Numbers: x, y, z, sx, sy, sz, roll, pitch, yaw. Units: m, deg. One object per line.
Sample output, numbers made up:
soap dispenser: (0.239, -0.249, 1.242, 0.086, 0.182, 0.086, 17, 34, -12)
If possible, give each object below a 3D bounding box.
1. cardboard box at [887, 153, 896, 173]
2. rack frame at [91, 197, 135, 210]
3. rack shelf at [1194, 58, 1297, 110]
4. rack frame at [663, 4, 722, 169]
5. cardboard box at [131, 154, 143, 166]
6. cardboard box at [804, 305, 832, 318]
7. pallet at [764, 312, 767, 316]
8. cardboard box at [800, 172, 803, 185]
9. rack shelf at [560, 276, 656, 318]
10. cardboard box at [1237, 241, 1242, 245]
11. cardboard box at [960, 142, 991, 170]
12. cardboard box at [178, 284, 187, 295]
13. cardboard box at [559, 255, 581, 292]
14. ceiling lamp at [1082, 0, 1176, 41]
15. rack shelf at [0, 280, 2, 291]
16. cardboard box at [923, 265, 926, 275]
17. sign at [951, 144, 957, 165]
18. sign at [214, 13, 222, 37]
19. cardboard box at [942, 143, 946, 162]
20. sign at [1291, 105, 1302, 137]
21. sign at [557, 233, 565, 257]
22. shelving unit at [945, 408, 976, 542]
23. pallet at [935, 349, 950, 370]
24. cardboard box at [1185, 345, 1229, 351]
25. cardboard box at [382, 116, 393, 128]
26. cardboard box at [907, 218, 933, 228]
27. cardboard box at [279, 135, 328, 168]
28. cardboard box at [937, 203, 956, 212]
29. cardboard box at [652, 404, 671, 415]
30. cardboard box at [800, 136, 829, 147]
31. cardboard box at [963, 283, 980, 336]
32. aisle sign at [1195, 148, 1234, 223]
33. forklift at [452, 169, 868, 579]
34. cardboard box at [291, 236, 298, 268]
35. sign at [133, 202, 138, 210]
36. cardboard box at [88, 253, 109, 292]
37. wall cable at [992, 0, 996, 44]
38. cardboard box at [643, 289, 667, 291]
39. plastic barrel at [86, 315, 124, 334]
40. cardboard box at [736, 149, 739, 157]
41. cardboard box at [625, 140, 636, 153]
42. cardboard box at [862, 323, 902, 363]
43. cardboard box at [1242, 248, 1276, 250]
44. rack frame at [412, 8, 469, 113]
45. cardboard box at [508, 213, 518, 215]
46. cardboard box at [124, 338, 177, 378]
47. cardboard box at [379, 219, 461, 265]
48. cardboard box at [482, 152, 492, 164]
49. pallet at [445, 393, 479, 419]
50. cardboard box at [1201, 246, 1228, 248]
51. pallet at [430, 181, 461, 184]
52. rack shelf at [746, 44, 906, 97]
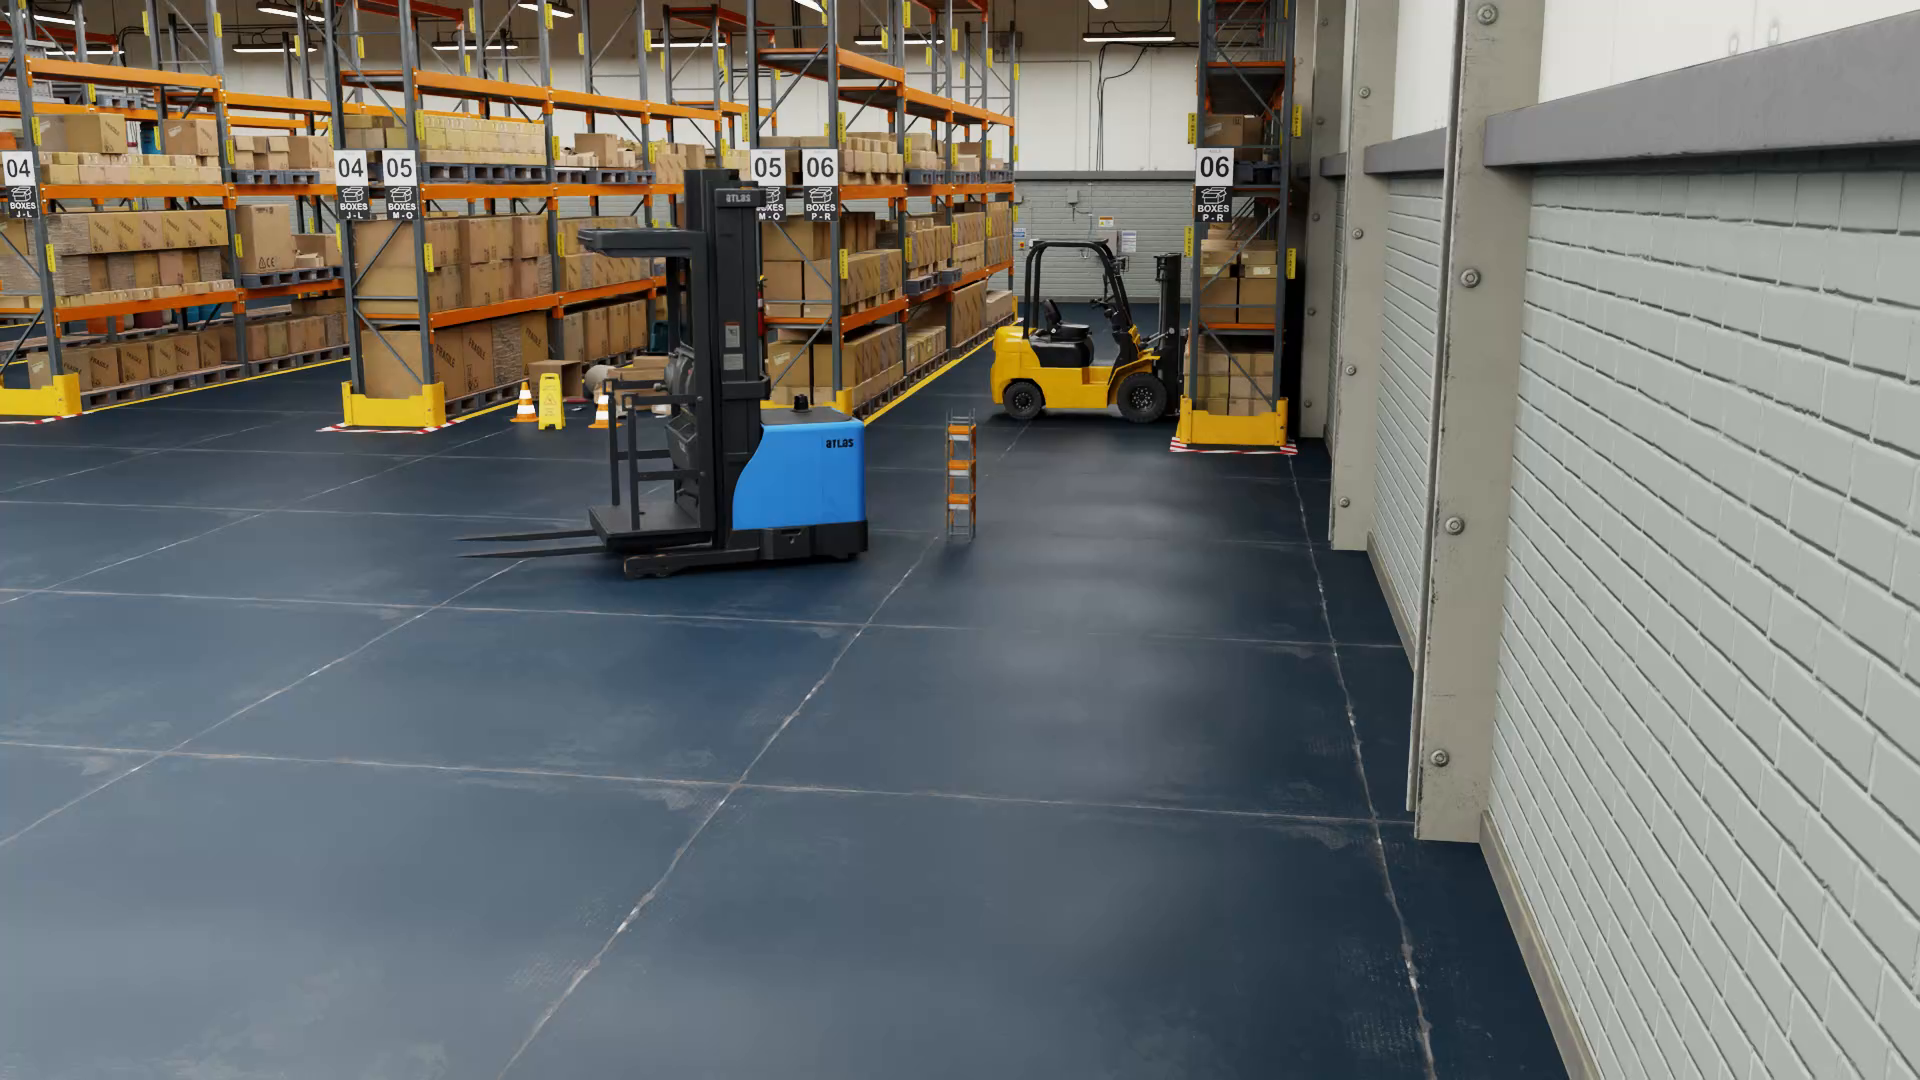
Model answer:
cardboard box: (-1.123, -4.888, 21.582, 0.500, 0.250, 0.500, 2, 12, 8)
rack frame: (-18.978, -6.696, 37.443, 1.000, 3.000, 0.127, 2, 12, 9)
rack shelf: (3.354, -5.364, 19.680, 1.077, 0.370, 4.000, 2, 12, 9)
rack frame: (-4.920, -8.292, 30.611, 1.000, 3.000, 0.127, 2, 12, 9)
cardboard box: (-11.127, -5.059, 22.138, 0.380, 0.149, 0.250, 1, 12, 7)
cardboard box: (-1.602, -2.663, 19.329, 0.380, 0.149, 0.250, 2, 12, 9)
pallet: (-4.477, -4.645, 34.547, 1.003, 0.211, 1.213, 2, 12, 9)
cardboard box: (-2.000, -4.256, 19.599, 0.380, 0.149, 0.250, 2, 12, 10)
rack shelf: (-5.843, -3.759, 25.523, 1.077, 0.370, 4.000, 2, 12, 9)
cardboard box: (4.426, -4.519, 25.566, 0.380, 0.149, 0.250, 2, 12, 10)
cardboard box: (0.284, -7.105, 30.752, 0.500, 0.500, 0.500, 2, 12, 10)
cardboard box: (-11.021, -3.494, 23.181, 0.380, 0.149, 0.250, 2, 12, 9)
cardboard box: (-5.804, -3.844, 23.972, 0.500, 0.500, 0.500, 2, 12, 9)
ceiling lamp: (3.619, -12.312, 35.409, 2.000, 3.185, 0.800, 2, 12, 9)
rack shelf: (-15.622, -4.101, 27.111, 1.077, 0.370, 4.000, 2, 12, 9)
cardboard box: (-0.711, -3.959, 24.343, 0.380, 0.149, 0.250, 2, 12, 9)
sign: (-0.093, -6.089, 26.278, 0.100, 0.325, 0.005, 2, 12, 9)
sign: (-10.503, -7.283, 23.521, 0.100, 0.325, 0.005, 2, 12, 9)
cardboard box: (-0.436, -6.767, 29.418, 0.500, 0.500, 0.500, 2, 12, 8)
sign: (3.594, -4.475, 17.757, 0.100, 0.325, 0.005, 2, 12, 9)
sign: (-5.602, -4.139, 23.334, 0.100, 0.325, 0.005, 2, 12, 9)
shelving unit: (0.008, -0.524, 13.434, 0.215, 1.050, 0.252, 2, 12, 9)
pallet: (-0.750, -2.862, 26.272, 1.003, 0.211, 1.213, 2, 12, 9)
cardboard box: (2.881, -2.125, 19.388, 0.500, 0.250, 0.500, 2, 12, 10)
cardboard box: (-7.009, -4.982, 19.841, 0.380, 0.149, 0.250, 2, 12, 9)
cardboard box: (-0.602, -4.755, 24.955, 0.380, 0.149, 0.250, 1, 12, 6)
cardboard box: (-10.406, -6.151, 26.372, 0.500, 0.500, 0.500, 2, 12, 10)
cardboard box: (-0.281, -6.149, 30.757, 0.380, 0.149, 0.250, 2, 12, 7)
cardboard box: (-3.654, -1.667, 20.874, 0.380, 0.149, 0.250, 10, 15, 38)
cardboard box: (-1.603, -4.523, 18.944, 0.380, 0.149, 0.250, 2, 12, 8)
cardboard box: (-0.161, -4.067, 29.291, 0.875, 0.875, 0.875, 2, 12, 10)
aisle sign: (2.746, -3.829, 17.969, 0.394, 0.787, 0.004, 2, 12, 9)
forklift: (-2.282, -1.272, 12.440, 3.031, 2.935, 1.130, -4, 13, -19)
cardboard box: (-10.861, -4.496, 25.992, 0.797, 0.503, 0.637, 3, 13, 14)
sign: (-18.433, -7.394, 37.185, 0.100, 0.325, 0.005, 2, 12, 9)
cardboard box: (-11.581, -3.459, 21.481, 0.875, 0.500, 0.500, 2, 12, 9)
wall cable: (-0.332, -13.161, 38.963, 2.355, 3.000, 0.029, 2, 12, 9)
cardboard box: (-5.457, -4.347, 29.702, 0.500, 0.250, 0.500, 2, 12, 11)
plastic barrel: (-15.256, -4.116, 29.627, 0.600, 0.830, 0.708, 2, 12, 9)
cardboard box: (-4.474, -7.461, 32.098, 0.380, 0.149, 0.250, 1, 12, 7)
cardboard box: (-5.666, -6.616, 27.899, 0.396, 0.266, 0.258, 2, 12, 9)
cardboard box: (-1.070, -2.651, 22.423, 0.500, 0.500, 0.500, 2, 12, 8)
cardboard box: (3.409, -3.245, 18.949, 0.380, 0.149, 0.250, 2, 12, 10)
rack frame: (-9.806, -8.474, 31.454, 1.000, 3.000, 0.127, 2, 12, 9)
cardboard box: (-9.608, -6.617, 34.949, 0.500, 0.500, 0.500, 2, 12, 7)
cardboard box: (-11.236, -2.526, 23.032, 0.500, 0.500, 0.500, 1, 12, 4)
cardboard box: (-6.677, -3.656, 20.420, 0.875, 0.550, 0.550, 2, 12, 9)
cardboard box: (-6.164, -4.836, 21.055, 0.380, 0.149, 0.250, 2, 12, 9)
pallet: (-6.720, -1.667, 20.730, 1.003, 0.211, 1.213, 2, 12, 9)
cardboard box: (2.956, -3.370, 19.527, 0.380, 0.149, 0.250, 2, 12, 10)
pallet: (-9.898, -6.722, 30.897, 0.805, 0.209, 1.217, 1, 12, 6)
rack shelf: (-1.552, -5.718, 20.381, 1.077, 0.370, 4.000, 2, 12, 9)
